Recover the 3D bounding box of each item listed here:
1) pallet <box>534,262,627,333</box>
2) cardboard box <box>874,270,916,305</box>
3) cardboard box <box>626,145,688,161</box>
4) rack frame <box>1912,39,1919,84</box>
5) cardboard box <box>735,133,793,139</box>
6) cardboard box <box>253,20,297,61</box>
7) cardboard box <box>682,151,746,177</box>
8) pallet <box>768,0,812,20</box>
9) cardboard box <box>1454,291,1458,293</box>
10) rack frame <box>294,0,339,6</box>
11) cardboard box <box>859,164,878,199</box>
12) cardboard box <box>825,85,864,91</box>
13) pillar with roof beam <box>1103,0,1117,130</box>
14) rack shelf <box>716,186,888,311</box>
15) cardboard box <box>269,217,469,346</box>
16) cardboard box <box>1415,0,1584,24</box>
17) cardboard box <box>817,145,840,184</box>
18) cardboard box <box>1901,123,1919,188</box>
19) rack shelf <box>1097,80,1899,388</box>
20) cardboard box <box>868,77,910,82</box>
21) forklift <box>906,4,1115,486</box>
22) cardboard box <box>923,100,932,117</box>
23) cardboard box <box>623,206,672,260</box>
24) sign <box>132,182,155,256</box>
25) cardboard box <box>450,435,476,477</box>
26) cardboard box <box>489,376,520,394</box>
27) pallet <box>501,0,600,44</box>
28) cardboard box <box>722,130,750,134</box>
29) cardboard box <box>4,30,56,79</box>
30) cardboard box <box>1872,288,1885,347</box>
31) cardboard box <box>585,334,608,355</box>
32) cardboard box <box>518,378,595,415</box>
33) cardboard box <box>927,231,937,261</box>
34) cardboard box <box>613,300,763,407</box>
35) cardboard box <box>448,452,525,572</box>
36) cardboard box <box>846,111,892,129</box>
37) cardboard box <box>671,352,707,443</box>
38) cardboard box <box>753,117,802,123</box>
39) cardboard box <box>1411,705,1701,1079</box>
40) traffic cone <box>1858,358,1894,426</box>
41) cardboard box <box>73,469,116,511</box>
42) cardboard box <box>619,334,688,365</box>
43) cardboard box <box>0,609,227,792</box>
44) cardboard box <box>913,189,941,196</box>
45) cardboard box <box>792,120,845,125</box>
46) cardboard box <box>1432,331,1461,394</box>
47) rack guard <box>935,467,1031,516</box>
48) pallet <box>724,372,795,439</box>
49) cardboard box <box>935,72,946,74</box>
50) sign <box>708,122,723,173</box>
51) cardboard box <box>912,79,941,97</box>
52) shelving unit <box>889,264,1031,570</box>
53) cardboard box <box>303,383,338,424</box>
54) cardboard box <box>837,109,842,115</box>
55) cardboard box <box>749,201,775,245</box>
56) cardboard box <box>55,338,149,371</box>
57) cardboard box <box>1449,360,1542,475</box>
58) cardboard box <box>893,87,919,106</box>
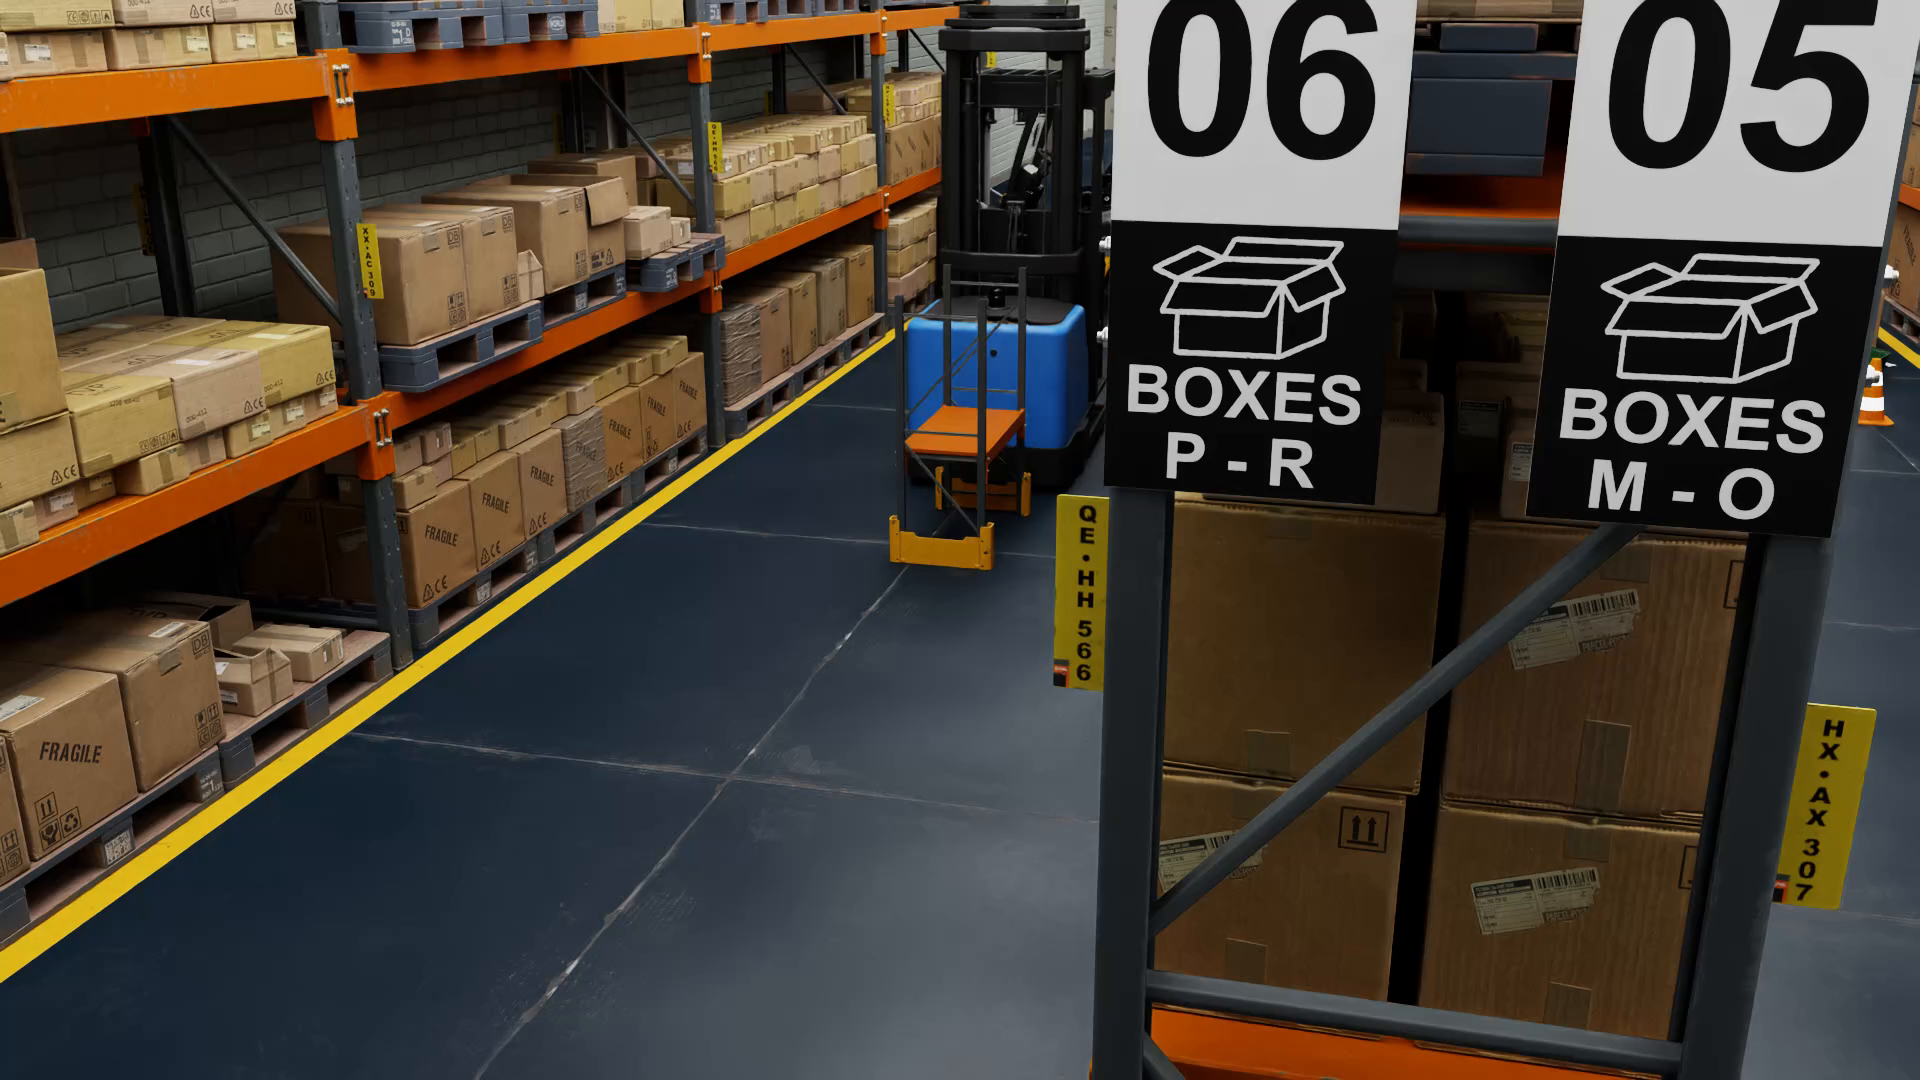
[{"bbox_3d":[-2.607,-1.404,9.453,1.003,0.211,1.213,5,19,13],"label":"pallet"},{"bbox_3d":[-0.720,-2.381,15.622,0.500,0.250,0.500,5,19,14],"label":"cardboard box"},{"bbox_3d":[-2.175,-2.744,11.921,0.380,0.149,0.250,5,19,13],"label":"cardboard box"},{"bbox_3d":[0.723,-2.045,1.753,1.000,3.000,0.127,5,19,13],"label":"rack frame"},{"bbox_3d":[-1.498,-3.030,12.759,0.380,0.149,0.250,5,19,13],"label":"cardboard box"},{"bbox_3d":[-2.915,-2.015,6.695,0.380,0.149,0.250,5,19,13],"label":"cardboard box"},{"bbox_3d":[-1.709,-2.619,11.556,0.380,0.149,0.250,5,20,15],"label":"cardboard box"},{"bbox_3d":[-1.787,-4.005,12.424,1.003,0.211,1.213,6,20,16],"label":"pallet"},{"bbox_3d":[1.560,-0.770,4.596,0.380,0.149,0.250,4,19,12],"label":"cardboard box"},{"bbox_3d":[-3.114,-3.690,6.567,1.000,3.000,0.127,5,19,13],"label":"rack frame"},{"bbox_3d":[-1.029,-3.108,14.380,0.500,0.250,0.500,5,20,15],"label":"cardboard box"},{"bbox_3d":[-1.138,-4.299,16.016,0.380,0.149,0.250,4,19,12],"label":"cardboard box"},{"bbox_3d":[7.346,-12.605,32.671,9.100,9.000,0.400,5,19,13],"label":"pillar with roof beam"},{"bbox_3d":[-1.648,-2.391,13.159,1.077,0.370,4.000,5,19,13],"label":"rack shelf"},{"bbox_3d":[-2.779,-1.231,7.845,0.700,0.500,0.500,5,20,15],"label":"cardboard box"},{"bbox_3d":[0.746,-0.949,2.611,0.500,0.250,0.500,3,19,8],"label":"cardboard box"},{"bbox_3d":[-1.281,-3.028,13.370,0.500,0.250,0.500,5,19,14],"label":"cardboard box"},{"bbox_3d":[9.038,-3.473,14.983,0.875,0.550,0.550,5,19,13],"label":"cardboard box"},{"bbox_3d":[1.212,-0.912,4.189,1.077,0.370,4.000,5,19,13],"label":"rack shelf"},{"bbox_3d":[-0.734,-4.694,17.172,0.380,0.149,0.250,5,20,15],"label":"cardboard box"},{"bbox_3d":[0.467,-2.168,11.500,1.130,2.935,3.031,4,19,11],"label":"forklift"},{"bbox_3d":[-0.486,-4.190,16.157,0.380,0.149,0.250,4,19,12],"label":"cardboard box"},{"bbox_3d":[-2.080,-1.876,10.121,0.500,0.250,0.500,4,19,11],"label":"cardboard box"},{"bbox_3d":[-3.653,-1.441,7.475,0.100,0.325,0.005,5,19,13],"label":"sign"},{"bbox_3d":[-2.724,-0.439,8.546,0.380,0.149,0.250,4,19,11],"label":"cardboard box"},{"bbox_3d":[-2.830,-0.879,9.833,0.380,0.149,0.250,5,19,14],"label":"cardboard box"},{"bbox_3d":[-2.636,-2.705,8.617,1.213,0.211,1.003,5,19,13],"label":"pallet"},{"bbox_3d":[-1.871,-3.145,13.096,0.380,0.149,0.250,5,19,14],"label":"cardboard box"},{"bbox_3d":[-3.266,-1.618,5.531,0.380,0.149,0.250,5,19,14],"label":"cardboard box"},{"bbox_3d":[7.864,-1.994,14.748,0.500,0.500,0.500,8,21,23],"label":"cardboard box"},{"bbox_3d":[-2.566,-1.288,11.032,0.380,0.149,0.250,6,20,16],"label":"cardboard box"},{"bbox_3d":[-2.363,-0.839,9.717,0.380,0.149,0.250,4,19,11],"label":"cardboard box"},{"bbox_3d":[-0.487,-2.934,16.468,0.500,0.250,0.500,4,19,13],"label":"cardboard box"},{"bbox_3d":[-1.971,-1.374,12.093,0.875,0.625,0.625,5,20,15],"label":"cardboard box"},{"bbox_3d":[-2.657,-0.168,8.756,0.500,0.500,0.500,4,19,13],"label":"cardboard box"},{"bbox_3d":[-0.826,-3.791,14.989,0.380,0.149,0.250,4,19,13],"label":"cardboard box"},{"bbox_3d":[-2.031,-0.971,11.106,0.500,0.500,0.500,5,20,15],"label":"cardboard box"},{"bbox_3d":[-1.570,-3.539,14.250,0.380,0.149,0.250,4,19,12],"label":"cardboard box"},{"bbox_3d":[1.119,0.619,3.080,0.500,0.500,0.500,5,19,13],"label":"cardboard box"},{"bbox_3d":[6.688,-1.106,12.211,0.336,0.463,0.334,5,19,13],"label":"traffic cone"},{"bbox_3d":[-3.327,-0.211,6.052,0.380,0.149,0.250,5,19,14],"label":"cardboard box"},{"bbox_3d":[-2.012,-1.252,10.927,0.380,0.149,0.250,4,19,11],"label":"cardboard box"},{"bbox_3d":[-3.350,0.613,6.470,0.700,0.500,0.500,4,19,11],"label":"cardboard box"},{"bbox_3d":[-0.225,-3.494,17.334,0.500,0.250,0.500,5,19,14],"label":"cardboard box"},{"bbox_3d":[-1.184,-3.433,13.939,0.380,0.149,0.250,5,19,13],"label":"cardboard box"},{"bbox_3d":[1.354,-0.179,3.869,0.500,0.500,0.500,5,19,13],"label":"cardboard box"},{"bbox_3d":[0.140,-0.298,10.174,0.587,0.250,0.087,5,19,13],"label":"rack guard"},{"bbox_3d":[-1.898,-1.040,12.405,1.003,0.211,1.213,5,19,13],"label":"pallet"},{"bbox_3d":[-0.065,-4.978,18.002,0.380,0.149,0.250,5,19,14],"label":"cardboard box"},{"bbox_3d":[-1.608,-2.575,10.917,0.100,0.325,0.005,5,19,13],"label":"sign"},{"bbox_3d":[-0.280,-4.570,16.808,0.380,0.149,0.250,5,19,14],"label":"cardboard box"},{"bbox_3d":[0.019,-0.734,9.515,0.587,1.500,1.083,5,19,13],"label":"shelving unit"},{"bbox_3d":[-2.947,-0.612,7.227,0.380,0.149,0.250,5,19,14],"label":"cardboard box"},{"bbox_3d":[-1.302,-3.915,15.349,0.380,0.149,0.250,4,19,12],"label":"cardboard box"},{"bbox_3d":[-1.663,-2.310,12.043,0.500,0.250,0.500,4,19,12],"label":"cardboard box"},{"bbox_3d":[-3.612,-0.629,6.659,0.500,0.250,0.500,4,19,13],"label":"cardboard box"},{"bbox_3d":[1.073,-0.211,2.958,0.380,0.149,0.250,5,20,15],"label":"cardboard box"},{"bbox_3d":[-0.601,-4.172,15.643,0.380,0.149,0.250,5,20,15],"label":"cardboard box"}]
